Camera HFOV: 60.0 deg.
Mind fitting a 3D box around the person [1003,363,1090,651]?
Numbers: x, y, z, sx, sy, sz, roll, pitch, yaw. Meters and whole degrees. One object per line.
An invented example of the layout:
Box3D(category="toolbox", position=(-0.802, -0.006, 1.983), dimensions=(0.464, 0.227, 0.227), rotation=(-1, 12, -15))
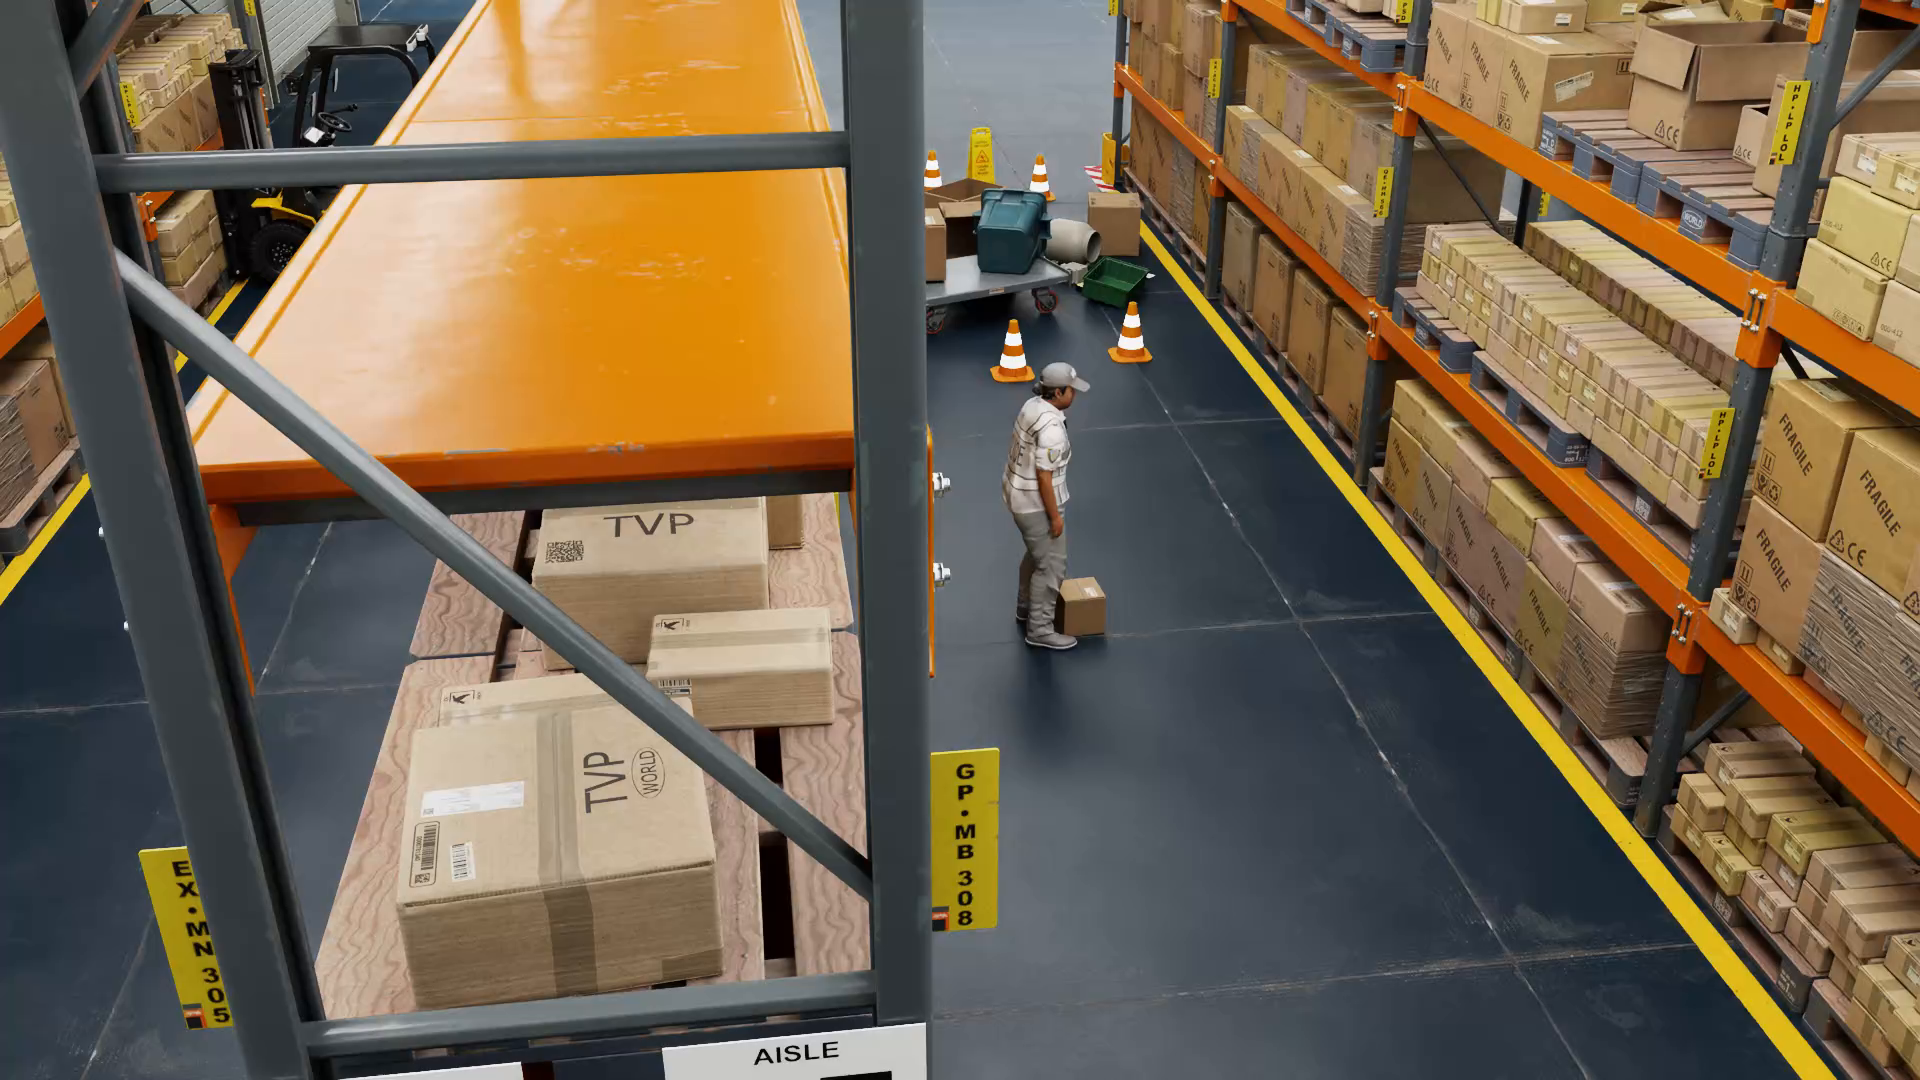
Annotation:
Box3D(category="person", position=(0.492, -0.215, 9.498), dimensions=(0.473, 1.666, 0.547), rotation=(-4, 28, -8))
